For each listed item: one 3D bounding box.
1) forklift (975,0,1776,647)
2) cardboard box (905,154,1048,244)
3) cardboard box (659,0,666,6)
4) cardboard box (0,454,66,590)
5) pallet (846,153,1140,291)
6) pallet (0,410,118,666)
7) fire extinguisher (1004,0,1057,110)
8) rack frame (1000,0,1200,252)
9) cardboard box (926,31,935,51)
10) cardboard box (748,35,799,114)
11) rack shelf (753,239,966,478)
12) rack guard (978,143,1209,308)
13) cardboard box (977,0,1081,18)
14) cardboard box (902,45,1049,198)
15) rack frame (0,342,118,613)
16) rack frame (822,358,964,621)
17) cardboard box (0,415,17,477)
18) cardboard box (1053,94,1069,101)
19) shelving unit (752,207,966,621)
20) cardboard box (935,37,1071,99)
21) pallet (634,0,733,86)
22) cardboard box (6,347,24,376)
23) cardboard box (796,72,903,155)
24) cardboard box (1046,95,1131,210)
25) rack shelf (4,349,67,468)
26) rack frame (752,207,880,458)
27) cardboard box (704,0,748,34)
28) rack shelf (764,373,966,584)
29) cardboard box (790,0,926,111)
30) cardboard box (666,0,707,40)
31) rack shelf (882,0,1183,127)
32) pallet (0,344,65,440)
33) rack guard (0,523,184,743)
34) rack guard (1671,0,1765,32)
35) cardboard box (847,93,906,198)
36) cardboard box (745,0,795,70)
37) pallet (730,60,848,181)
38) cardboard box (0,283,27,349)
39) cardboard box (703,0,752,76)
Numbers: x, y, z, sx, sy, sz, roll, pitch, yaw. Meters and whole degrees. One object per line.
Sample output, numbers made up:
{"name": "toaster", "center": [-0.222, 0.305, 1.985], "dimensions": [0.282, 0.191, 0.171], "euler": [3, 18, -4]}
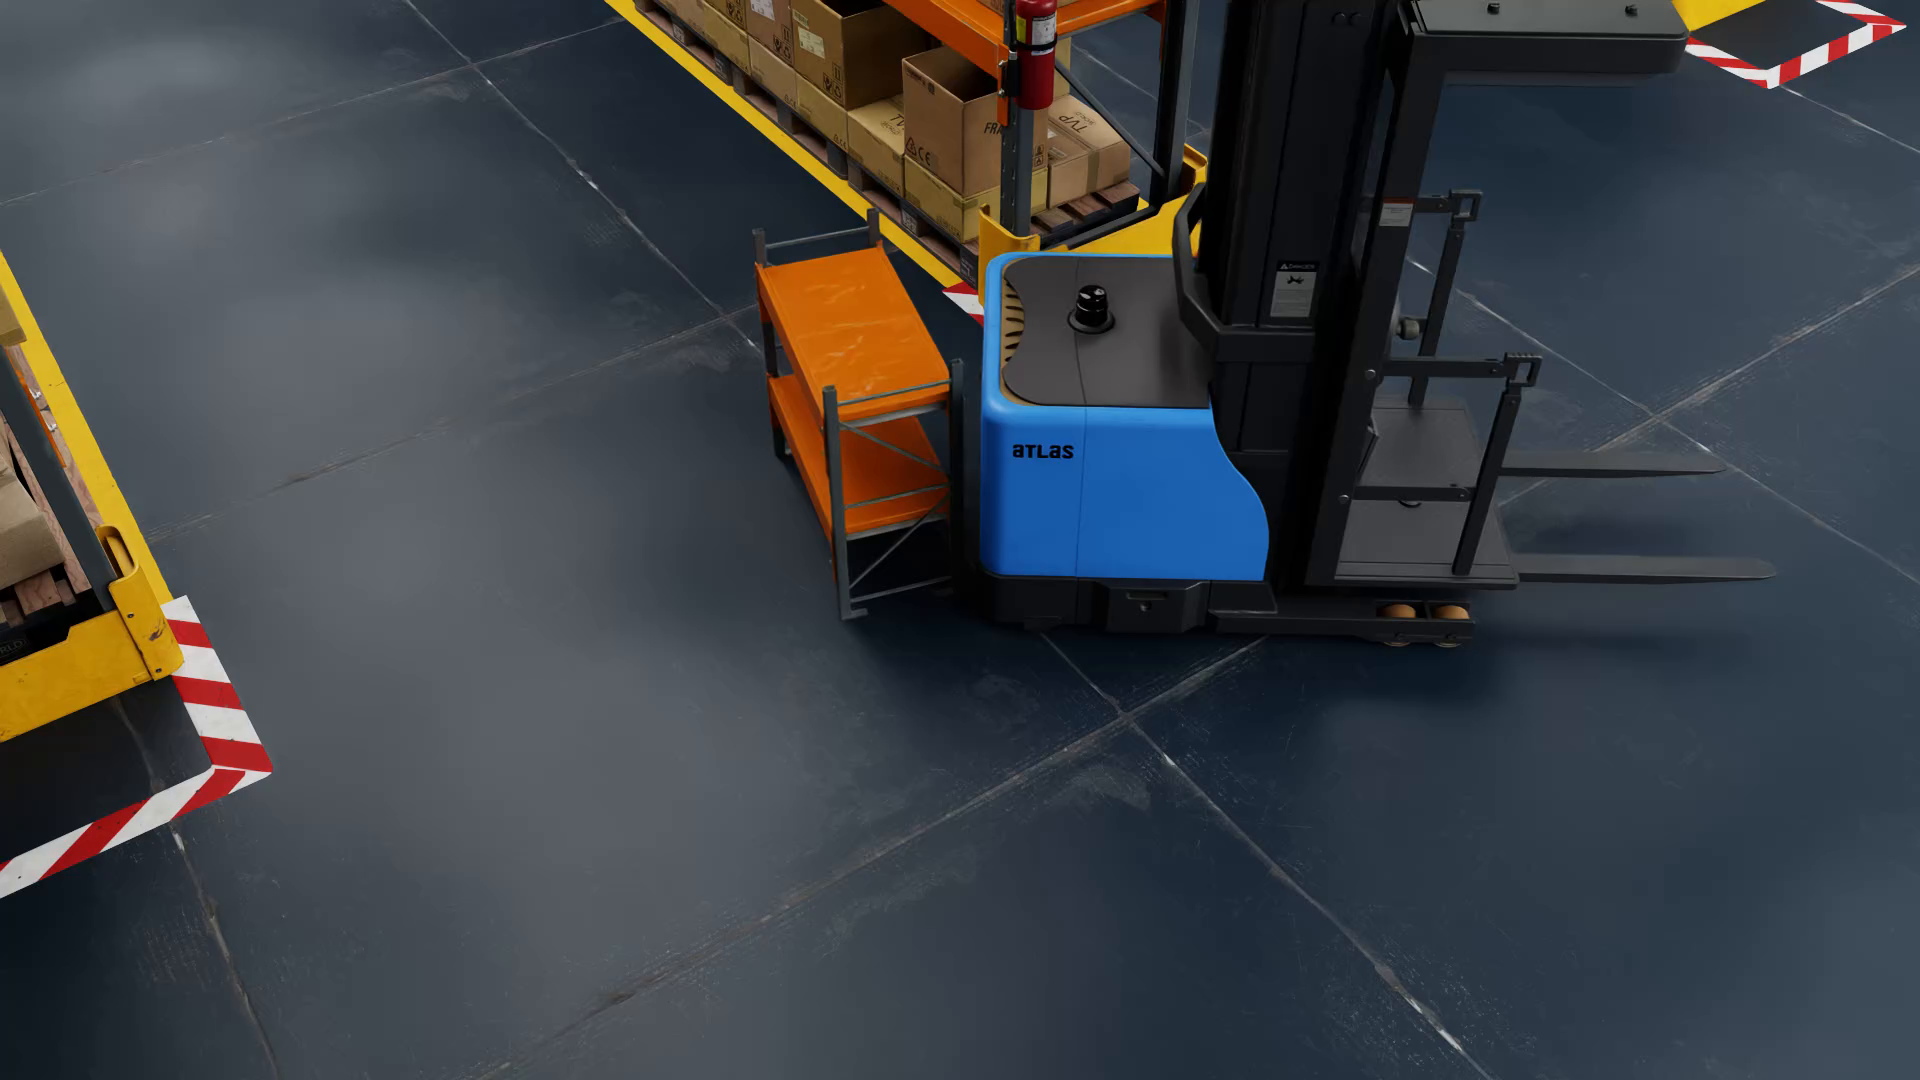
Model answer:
{"name": "forklift", "center": [1.587, -1.028, 5.704], "dimensions": [3.031, 2.935, 1.130], "euler": [1, 44, 1]}
{"name": "cardboard box", "center": [0.076, -1.736, 8.083], "dimensions": [0.500, 0.250, 0.500], "euler": [-26, 49, -24]}
{"name": "cardboard box", "center": [-1.647, -3.432, 9.860], "dimensions": [0.500, 0.250, 0.500], "euler": [-26, 49, -24]}
{"name": "cardboard box", "center": [-3.758, -0.046, 6.255], "dimensions": [0.500, 0.311, 0.500], "euler": [-31, 52, -29]}
{"name": "pallet", "center": [0.153, -1.799, 8.482], "dimensions": [1.003, 0.211, 1.213], "euler": [-26, 49, -24]}
{"name": "pallet", "center": [-3.915, 0.059, 6.535], "dimensions": [1.003, 0.211, 1.213], "euler": [-26, 49, -24]}
{"name": "fire extinguisher", "center": [0.312, -2.113, 6.847], "dimensions": [0.296, 0.674, 0.183], "euler": [-26, 49, -24]}
{"name": "rack frame", "center": [0.625, -2.391, 7.083], "dimensions": [1.000, 3.000, 0.127], "euler": [-26, 49, -24]}
{"name": "cardboard box", "center": [-0.084, -2.772, 8.626], "dimensions": [0.500, 0.500, 0.500], "euler": [-26, 49, -24]}
{"name": "cardboard box", "center": [-0.792, -2.581, 8.968], "dimensions": [0.500, 0.250, 0.500], "euler": [-26, 49, -24]}
{"name": "rack shelf", "center": [-0.392, -0.705, 6.250], "dimensions": [0.538, 0.278, 1.000], "euler": [-13, 45, -13]}
{"name": "rack guard", "center": [0.639, -1.474, 7.932], "dimensions": [1.175, 0.500, 0.348], "euler": [-26, 49, -24]}
{"name": "cardboard box", "center": [0.368, -2.697, 7.330], "dimensions": [0.700, 0.500, 0.500], "euler": [-26, 49, -24]}
{"name": "cardboard box", "center": [0.074, -2.006, 7.823], "dimensions": [0.500, 0.500, 0.500], "euler": [-26, 49, -24]}
{"name": "rack frame", "center": [-3.436, -0.432, 5.031], "dimensions": [1.000, 3.000, 0.127], "euler": [-26, 49, -24]}
{"name": "rack frame", "center": [-0.229, -0.161, 6.104], "dimensions": [0.500, 1.125, 0.032], "euler": [-13, 45, -13]}
{"name": "cardboard box", "center": [-4.084, -0.369, 6.593], "dimensions": [0.500, 0.311, 0.500], "euler": [-22, 48, -21]}
{"name": "cardboard box", "center": [0.211, -2.222, 8.592], "dimensions": [0.500, 0.250, 0.500], "euler": [-26, 49, -24]}
{"name": "shelving unit", "center": [-0.392, -0.493, 6.452], "dimensions": [0.538, 1.125, 1.048], "euler": [-13, 45, -13]}
{"name": "cardboard box", "center": [0.213, -2.494, 8.334], "dimensions": [0.500, 0.500, 0.500], "euler": [-26, 49, -24]}
{"name": "pallet", "center": [-1.243, -3.181, 9.929], "dimensions": [1.003, 0.211, 1.213], "euler": [-26, 49, -24]}
{"name": "cardboard box", "center": [-4.463, -0.873, 6.984], "dimensions": [0.700, 0.500, 0.500], "euler": [-29, 51, -27]}
{"name": "cardboard box", "center": [-0.508, -2.297, 8.671], "dimensions": [0.500, 0.250, 0.500], "euler": [-26, 49, -24]}
{"name": "cardboard box", "center": [0.501, -1.940, 8.297], "dimensions": [0.500, 0.250, 0.500], "euler": [-26, 49, -24]}
{"name": "rack shelf", "center": [-4.580, -1.305, 6.466], "dimensions": [1.077, 0.370, 4.000], "euler": [-26, 49, -24]}
{"name": "rack frame", "center": [-0.555, -0.825, 6.800], "dimensions": [0.500, 1.125, 0.032], "euler": [-13, 45, -13]}
{"name": "cardboard box", "center": [-1.083, -3.133, 9.003], "dimensions": [0.500, 0.500, 0.500], "euler": [-26, 49, -24]}
{"name": "rack shelf", "center": [-0.392, -0.316, 6.621], "dimensions": [0.538, 0.278, 1.000], "euler": [-13, 45, -13]}
{"name": "cardboard box", "center": [-0.510, -2.567, 8.410], "dimensions": [0.500, 0.500, 0.500], "euler": [-26, 49, -24]}
{"name": "cardboard box", "center": [-1.365, -3.147, 9.561], "dimensions": [0.500, 0.250, 0.500], "euler": [-26, 49, -24]}
{"name": "rack shelf", "center": [-0.519, -3.264, 8.518], "dimensions": [1.077, 0.370, 4.000], "euler": [-26, 49, -24]}
{"name": "pallet", "center": [-4.609, -0.631, 7.258], "dimensions": [1.003, 0.211, 1.213], "euler": [-26, 49, -24]}
{"name": "rack guard", "center": [-3.479, 0.429, 5.939], "dimensions": [1.175, 0.500, 0.348], "euler": [-26, 49, -24]}
{"name": "rack guard", "center": [4.608, -3.466, 10.019], "dimensions": [1.175, 0.500, 0.348], "euler": [-26, 49, -24]}
{"name": "cardboard box", "center": [-0.220, -2.014, 8.375], "dimensions": [0.500, 0.250, 0.500], "euler": [-26, 49, -24]}
{"name": "cardboard box", "center": [-0.795, -2.850, 8.708], "dimensions": [0.500, 0.500, 0.500], "euler": [-26, 49, -24]}
{"name": "pallet", "center": [-0.541, -2.490, 9.205], "dimensions": [1.003, 0.211, 1.213], "euler": [-26, 49, -24]}
{"name": "cardboard box", "center": [-3.455, -0.787, 5.496], "dimensions": [0.500, 0.250, 0.500], "euler": [-27, 50, -26]}
{"name": "cardboard box", "center": [-1.083, -2.861, 9.262], "dimensions": [0.500, 0.250, 0.500], "euler": [-26, 49, -24]}
